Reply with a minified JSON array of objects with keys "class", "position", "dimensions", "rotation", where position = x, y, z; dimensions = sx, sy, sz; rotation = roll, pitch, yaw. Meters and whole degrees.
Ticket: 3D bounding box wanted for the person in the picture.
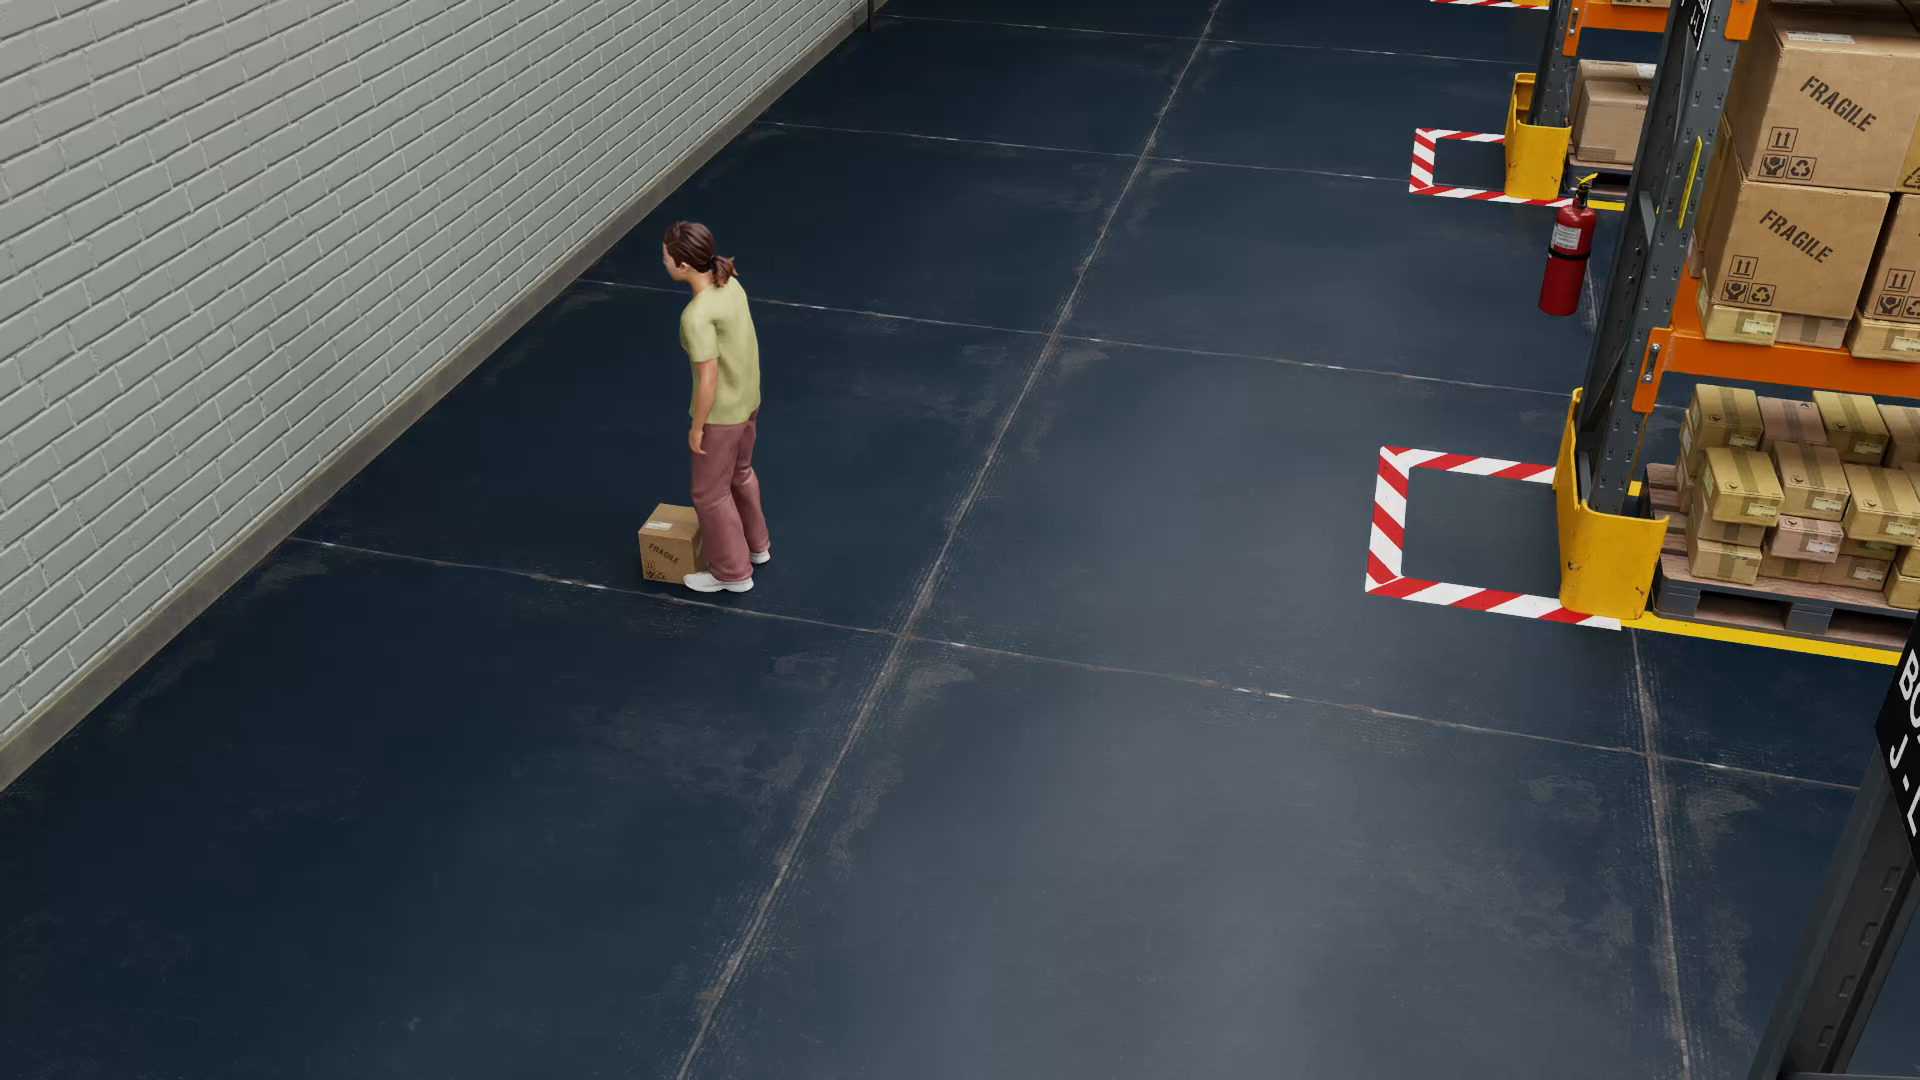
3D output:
[{"class":"person","position":[-1.019,-0.547,6.985],"dimensions":[0.354,1.673,0.499],"rotation":[8,34,12]}]
